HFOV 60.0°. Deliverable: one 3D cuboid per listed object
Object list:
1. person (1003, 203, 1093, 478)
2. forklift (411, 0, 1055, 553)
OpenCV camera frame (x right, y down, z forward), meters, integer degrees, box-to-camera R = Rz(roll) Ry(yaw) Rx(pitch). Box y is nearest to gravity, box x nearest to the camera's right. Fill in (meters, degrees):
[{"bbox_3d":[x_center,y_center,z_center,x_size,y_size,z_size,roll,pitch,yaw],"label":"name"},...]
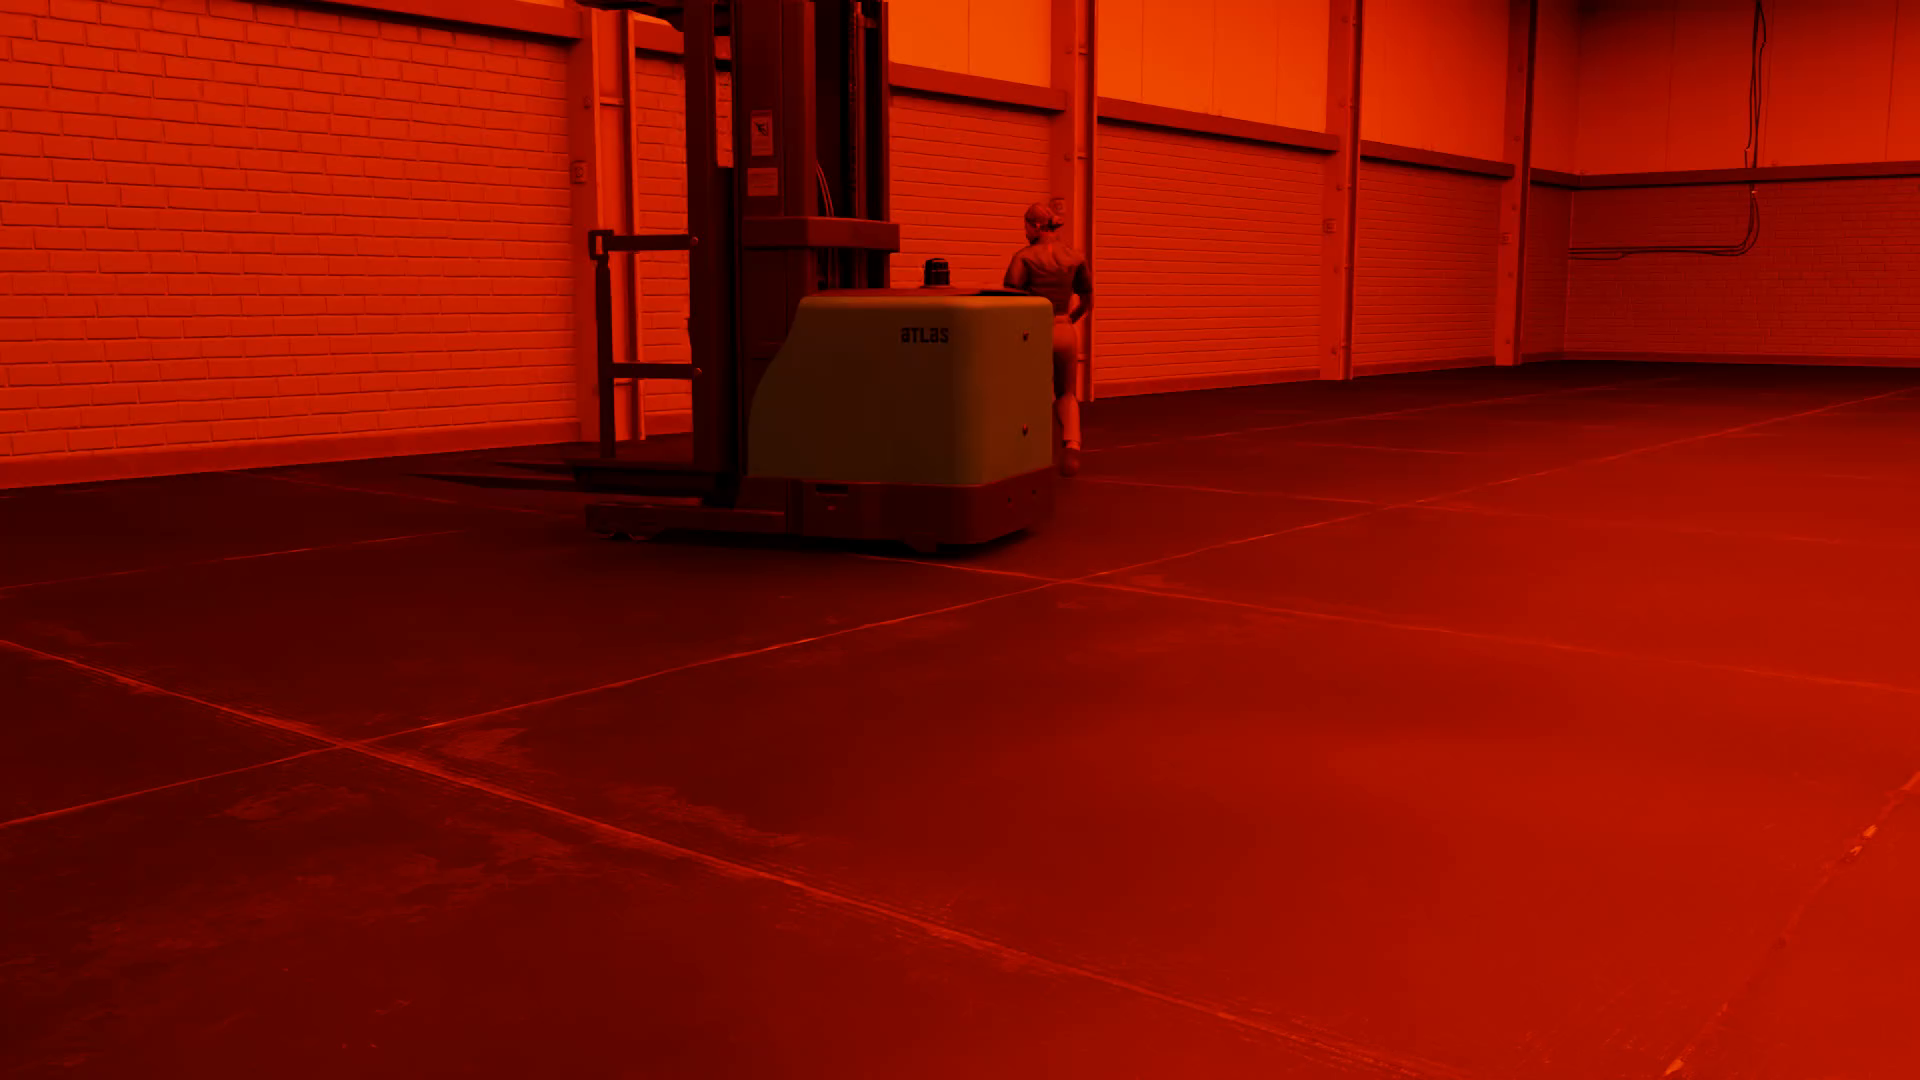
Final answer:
[{"bbox_3d":[0.454,-1.163,9.802,0.659,1.618,0.497,-1,8,-4],"label":"person"},{"bbox_3d":[-1.132,-1.510,7.599,3.031,2.935,1.130,3,9,22],"label":"forklift"}]
